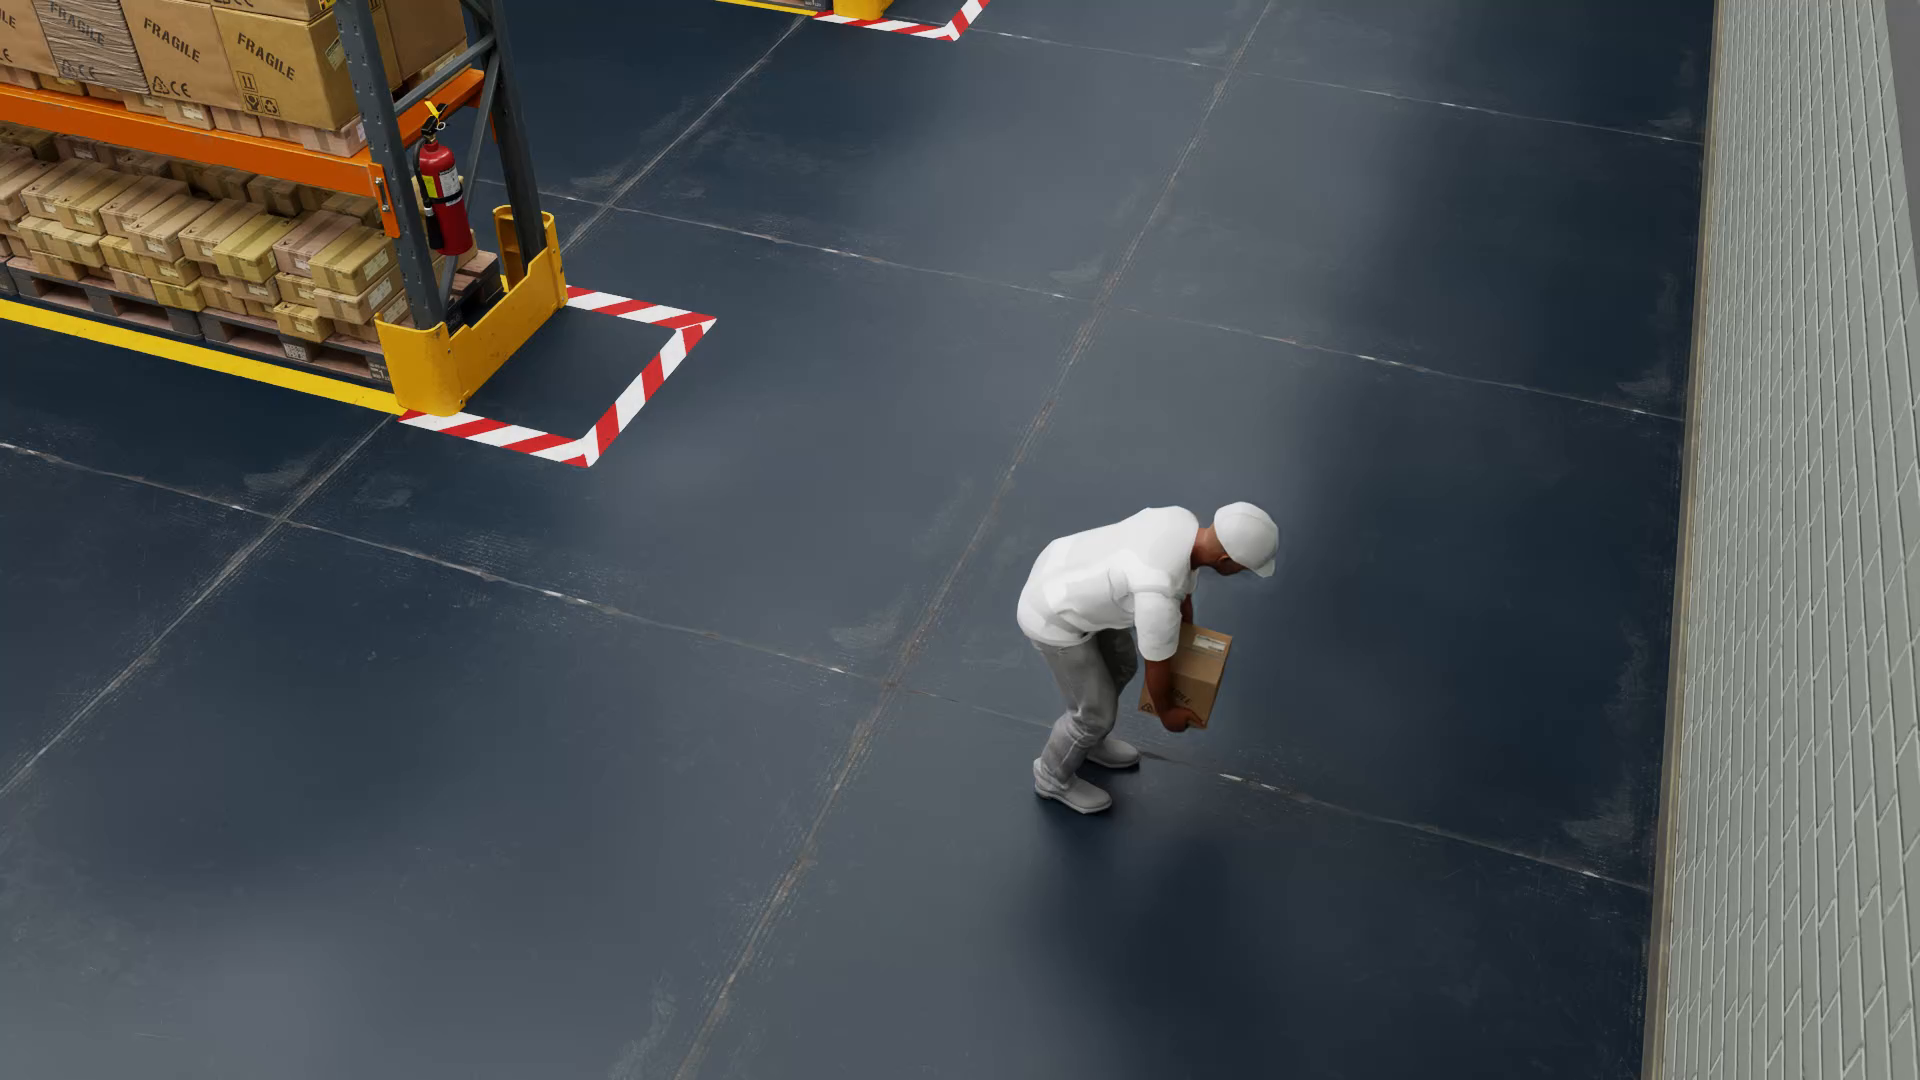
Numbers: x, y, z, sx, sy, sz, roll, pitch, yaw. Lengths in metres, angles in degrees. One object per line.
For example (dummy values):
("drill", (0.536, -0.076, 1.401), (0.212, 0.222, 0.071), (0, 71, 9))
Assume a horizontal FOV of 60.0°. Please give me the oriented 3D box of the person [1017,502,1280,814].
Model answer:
("person", (0.638, 0.380, 5.942), (0.857, 1.454, 0.488), (12, 43, 14))
